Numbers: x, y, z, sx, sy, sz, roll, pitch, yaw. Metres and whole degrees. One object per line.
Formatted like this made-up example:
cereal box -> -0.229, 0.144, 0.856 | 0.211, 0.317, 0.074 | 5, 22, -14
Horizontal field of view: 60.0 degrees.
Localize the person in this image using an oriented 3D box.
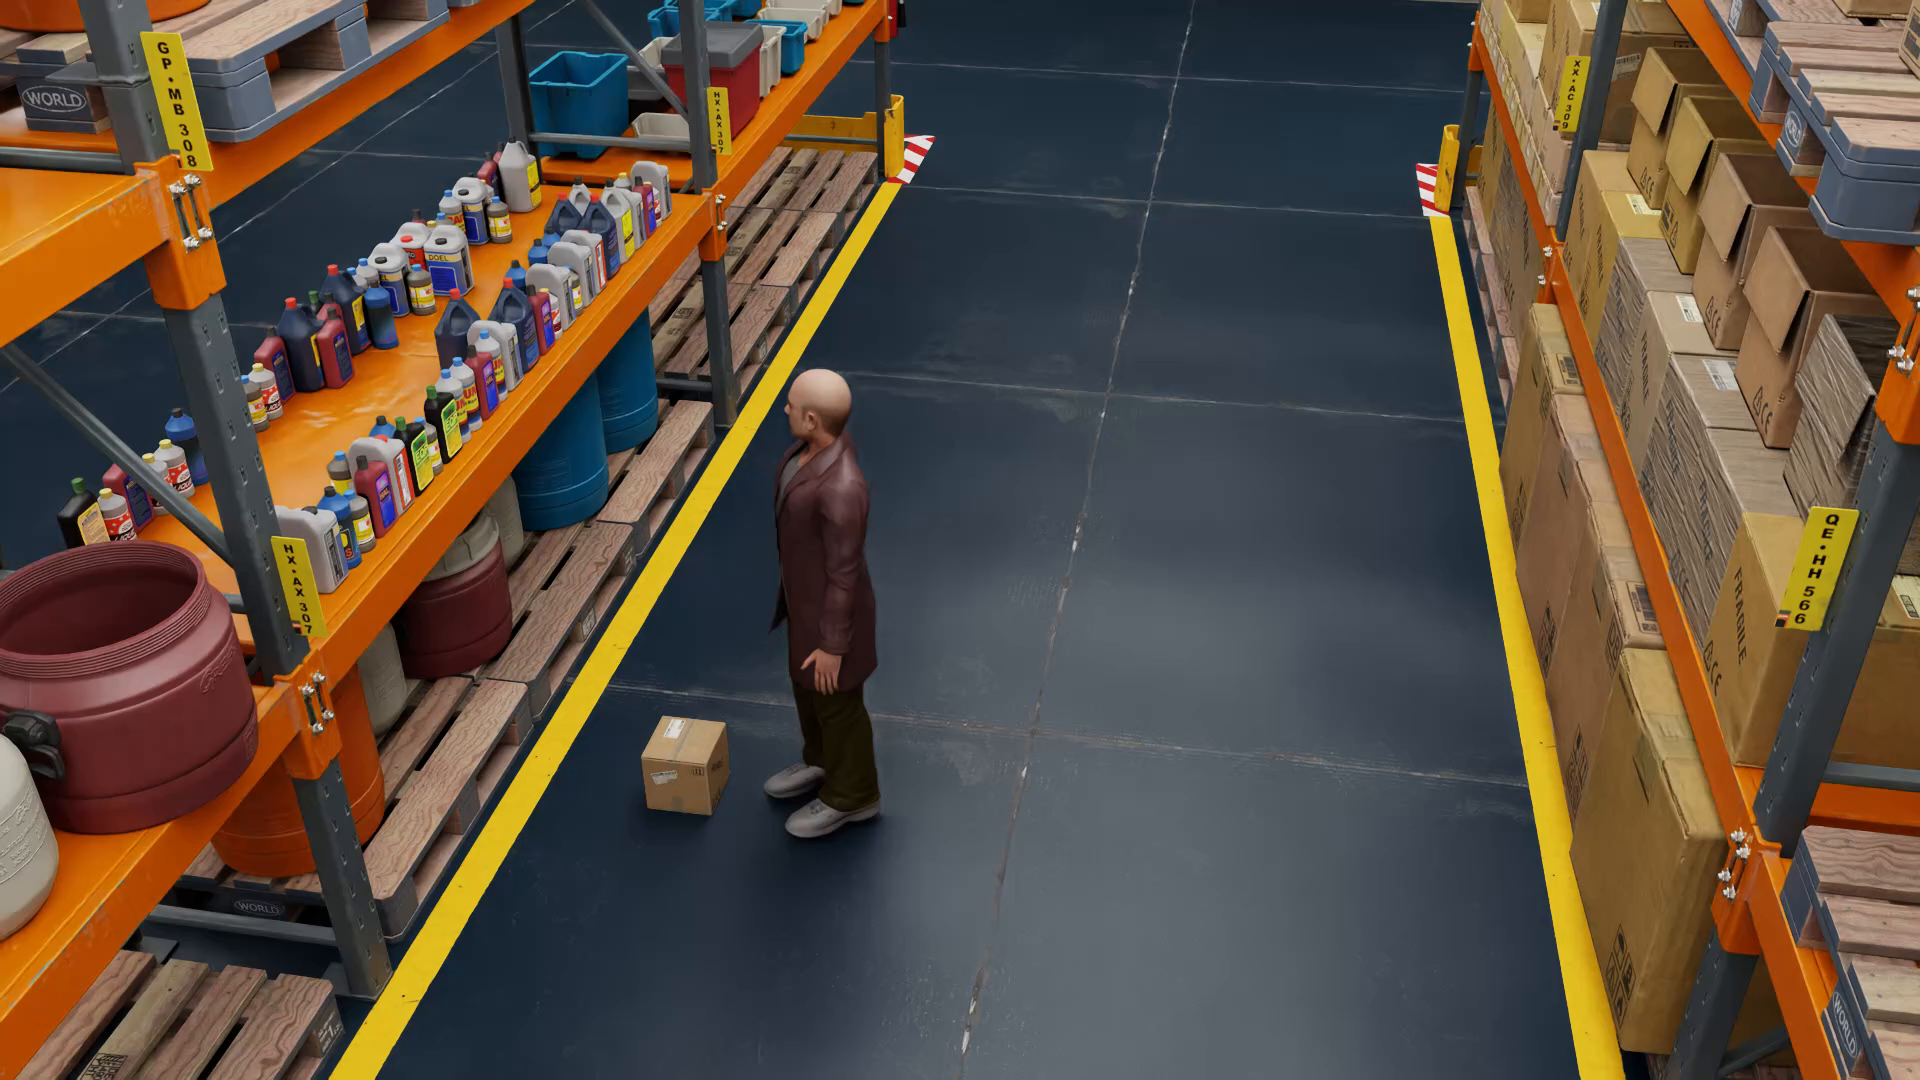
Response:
person -> -0.504, 0.232, 5.737 | 0.418, 1.790, 0.671 | -8, 33, -13
